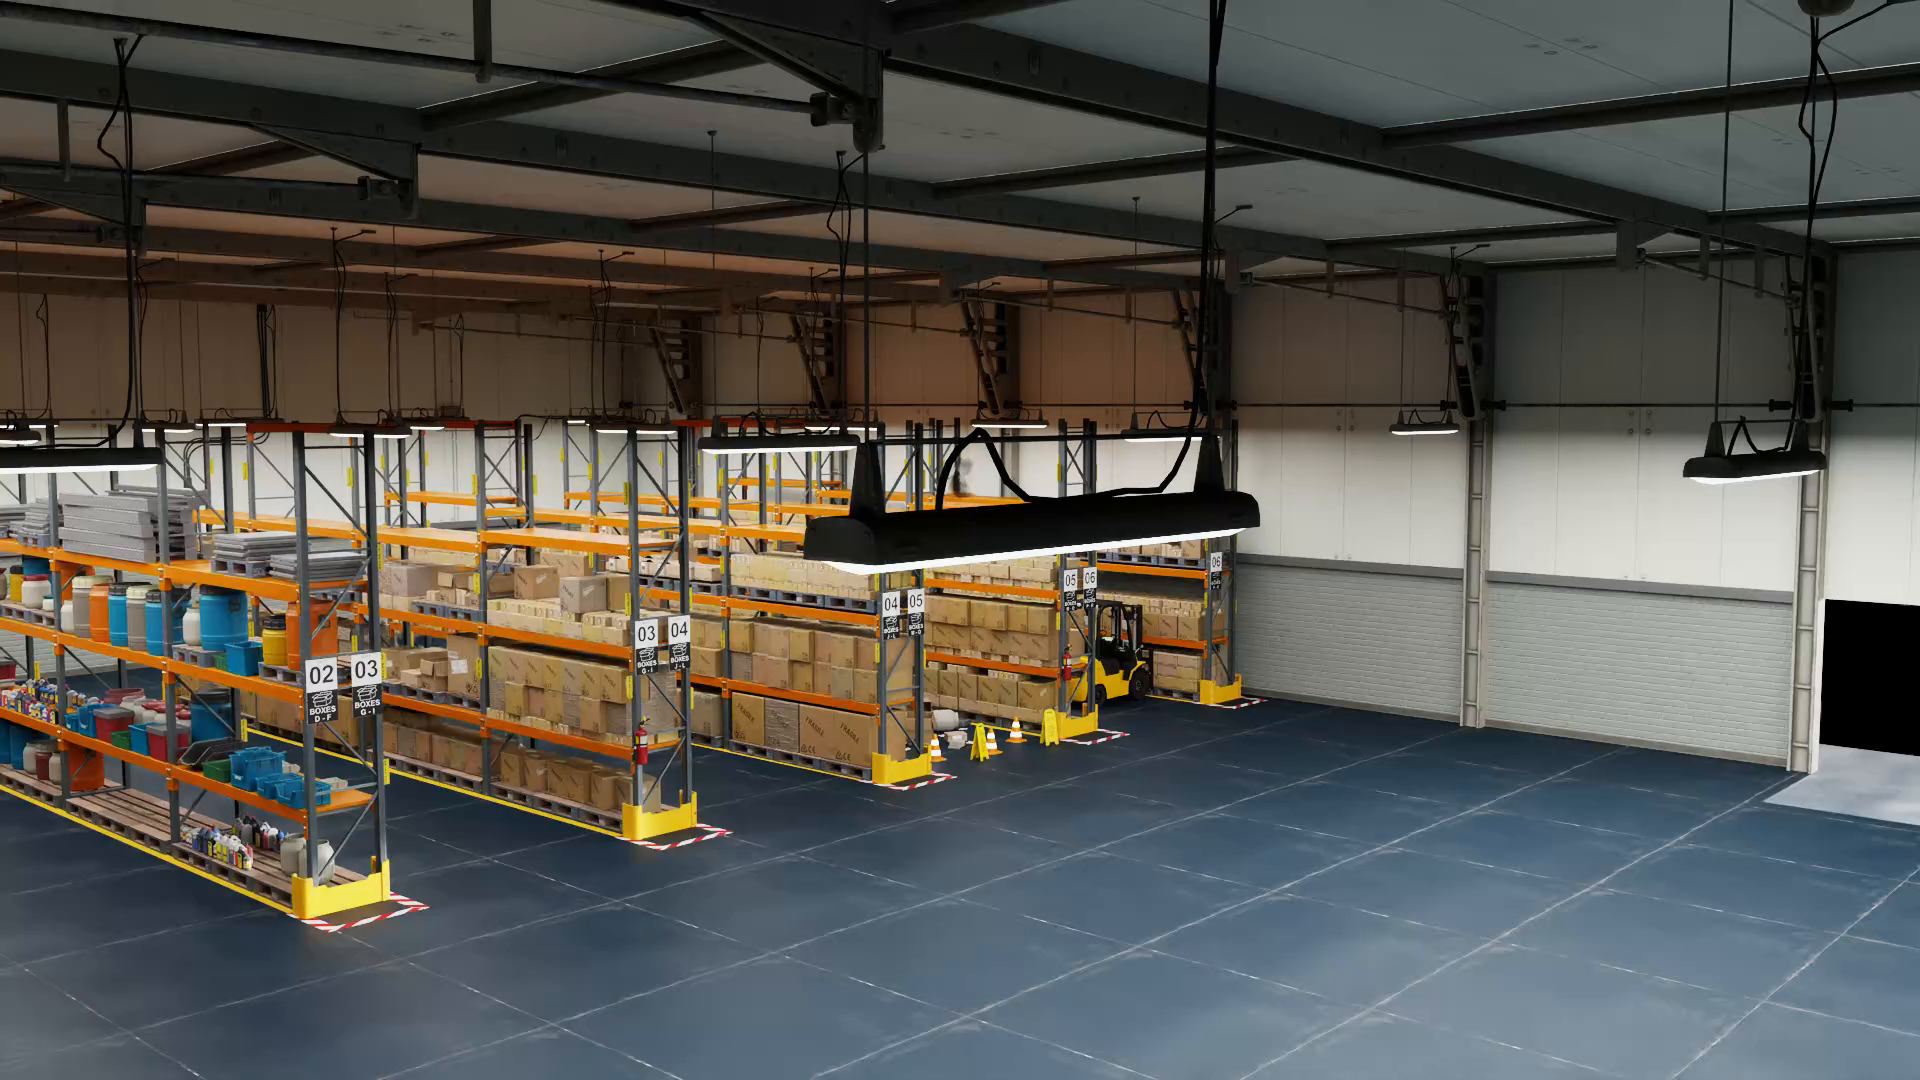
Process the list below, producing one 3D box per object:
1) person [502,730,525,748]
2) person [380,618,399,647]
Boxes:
[{"bbox_3d":[-8.175,3.065,30.571,0.549,1.558,0.537,3,6,34],"label":"person"},{"bbox_3d":[-13.734,2.197,39.922,0.797,1.783,0.716,0,5,-5],"label":"person"}]
